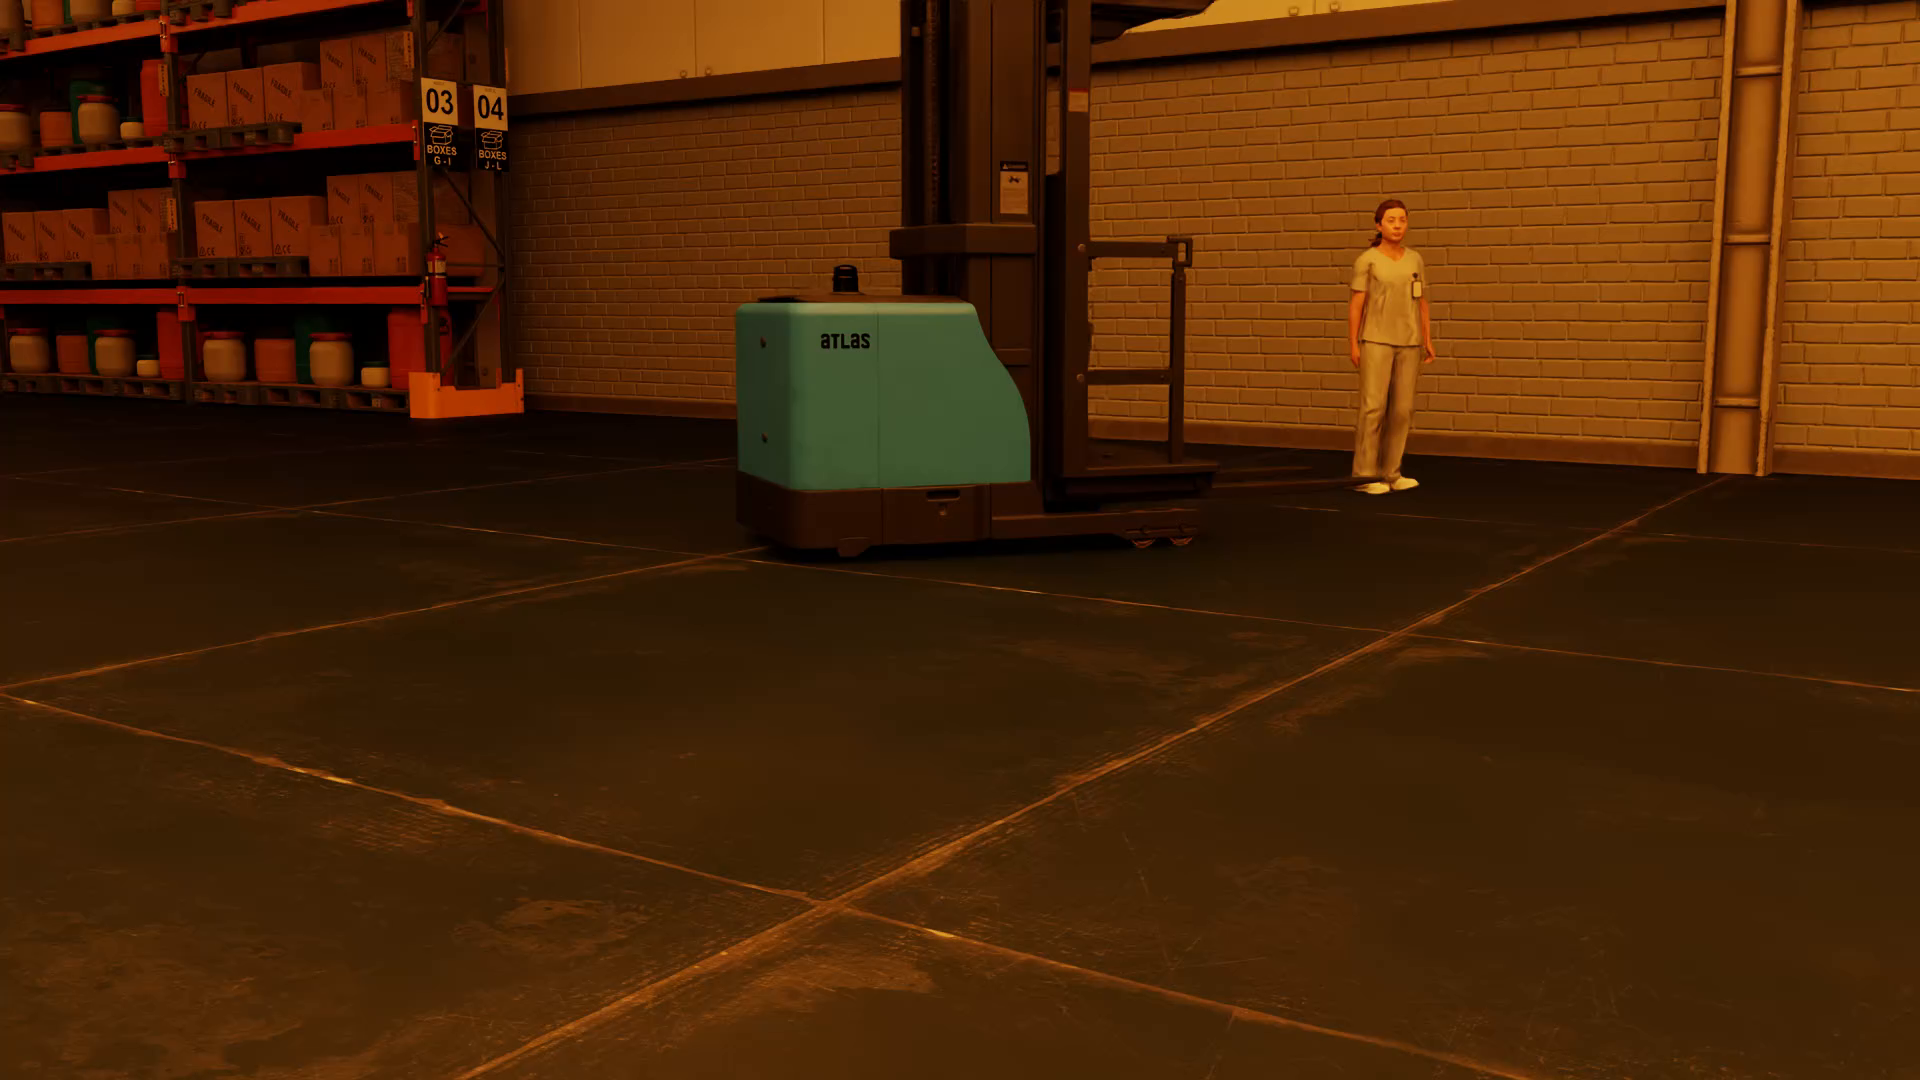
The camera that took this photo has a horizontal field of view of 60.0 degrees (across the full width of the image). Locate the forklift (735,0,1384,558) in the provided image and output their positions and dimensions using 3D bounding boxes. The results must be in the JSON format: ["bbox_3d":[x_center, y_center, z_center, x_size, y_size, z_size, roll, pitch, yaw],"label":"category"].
[{"bbox_3d":[0.532,-1.486,7.642,3.031,2.935,1.130,-3,9,-22],"label":"forklift"}]

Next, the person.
[{"bbox_3d":[2.471,-1.097,9.467,0.493,1.660,0.454,-1,8,-8],"label":"person"}]
